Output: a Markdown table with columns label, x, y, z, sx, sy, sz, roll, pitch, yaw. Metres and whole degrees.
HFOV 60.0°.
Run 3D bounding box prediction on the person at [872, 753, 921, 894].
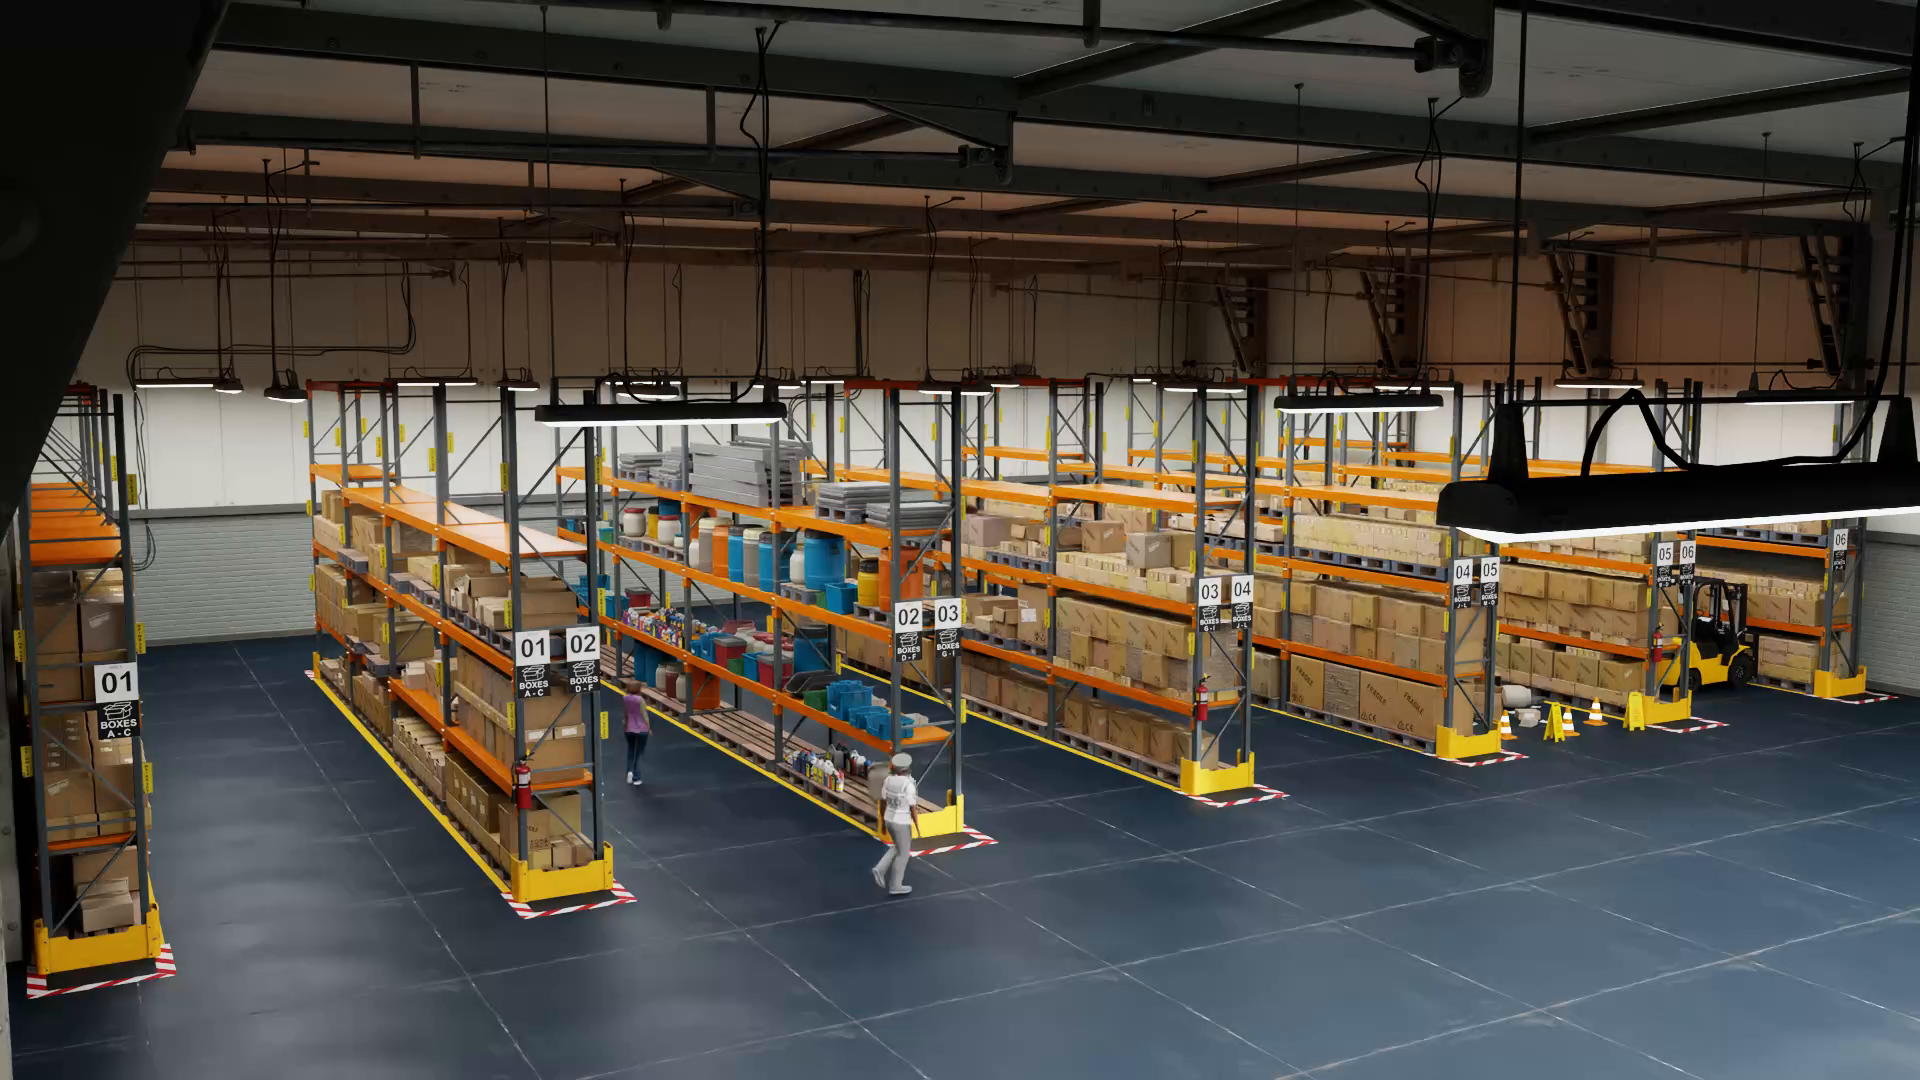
| label | x | y | z | sx | sy | sz | roll | pitch | yaw |
| --- | --- | --- | --- | --- | --- | --- | --- | --- | --- |
| person | -0.748 | 3.376 | 19.789 | 0.484 | 1.674 | 0.465 | -4 | 7 | -33 |

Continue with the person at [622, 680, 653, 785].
| label | x | y | z | sx | sy | sz | roll | pitch | yaw |
| --- | --- | --- | --- | --- | --- | --- | --- | --- | --- |
| person | -4.851 | 2.874 | 24.961 | 0.451 | 1.599 | 0.420 | 1 | 6 | 7 |

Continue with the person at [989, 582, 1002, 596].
| label | x | y | z | sx | sy | sz | roll | pitch | yaw |
| --- | --- | --- | --- | --- | --- | --- | --- | --- | --- |
| person | 0.759 | 0.755 | 44.167 | 0.642 | 1.740 | 0.858 | 3 | 7 | 27 |
